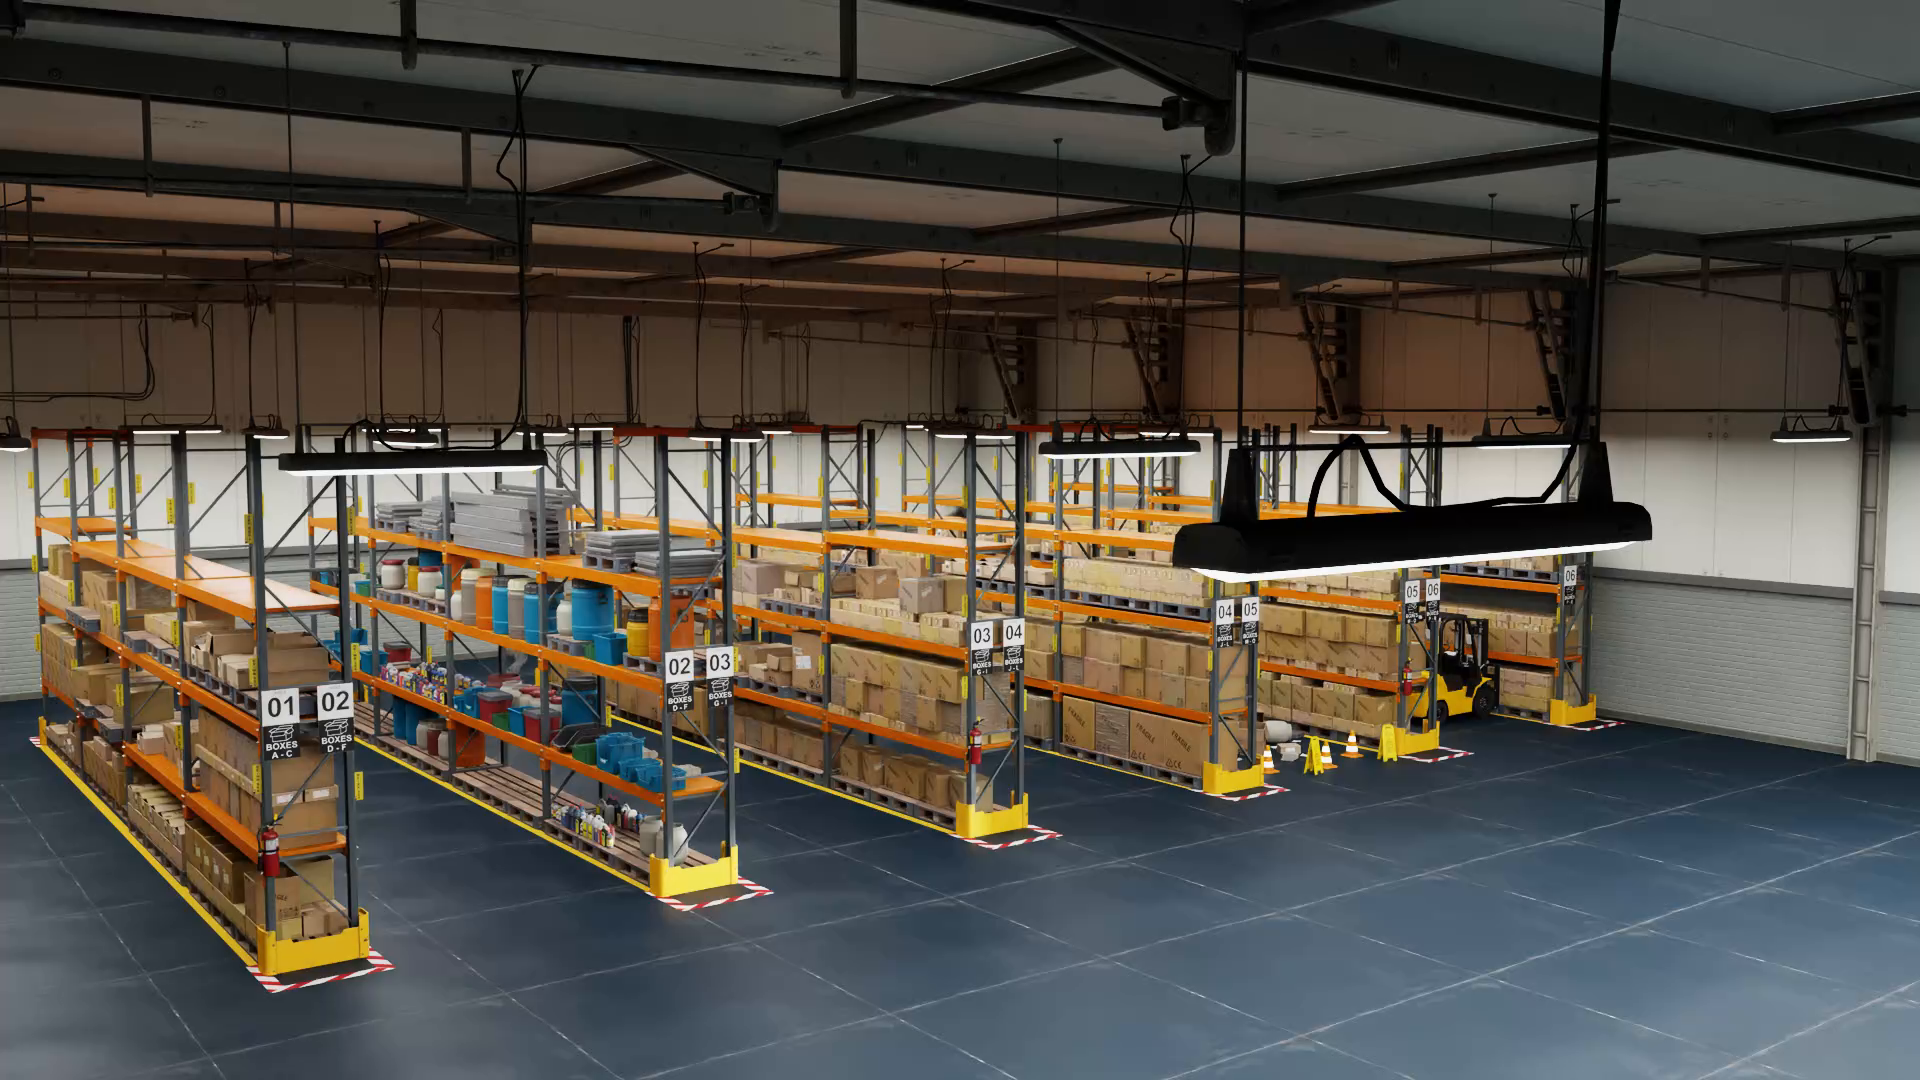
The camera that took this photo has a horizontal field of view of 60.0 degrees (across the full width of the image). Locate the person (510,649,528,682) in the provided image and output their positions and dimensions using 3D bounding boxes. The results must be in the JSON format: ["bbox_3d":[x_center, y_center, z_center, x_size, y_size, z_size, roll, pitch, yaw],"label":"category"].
[{"bbox_3d":[-10.193,2.422,38.436,0.464,1.764,0.557,-2,5,-29],"label":"person"}]
